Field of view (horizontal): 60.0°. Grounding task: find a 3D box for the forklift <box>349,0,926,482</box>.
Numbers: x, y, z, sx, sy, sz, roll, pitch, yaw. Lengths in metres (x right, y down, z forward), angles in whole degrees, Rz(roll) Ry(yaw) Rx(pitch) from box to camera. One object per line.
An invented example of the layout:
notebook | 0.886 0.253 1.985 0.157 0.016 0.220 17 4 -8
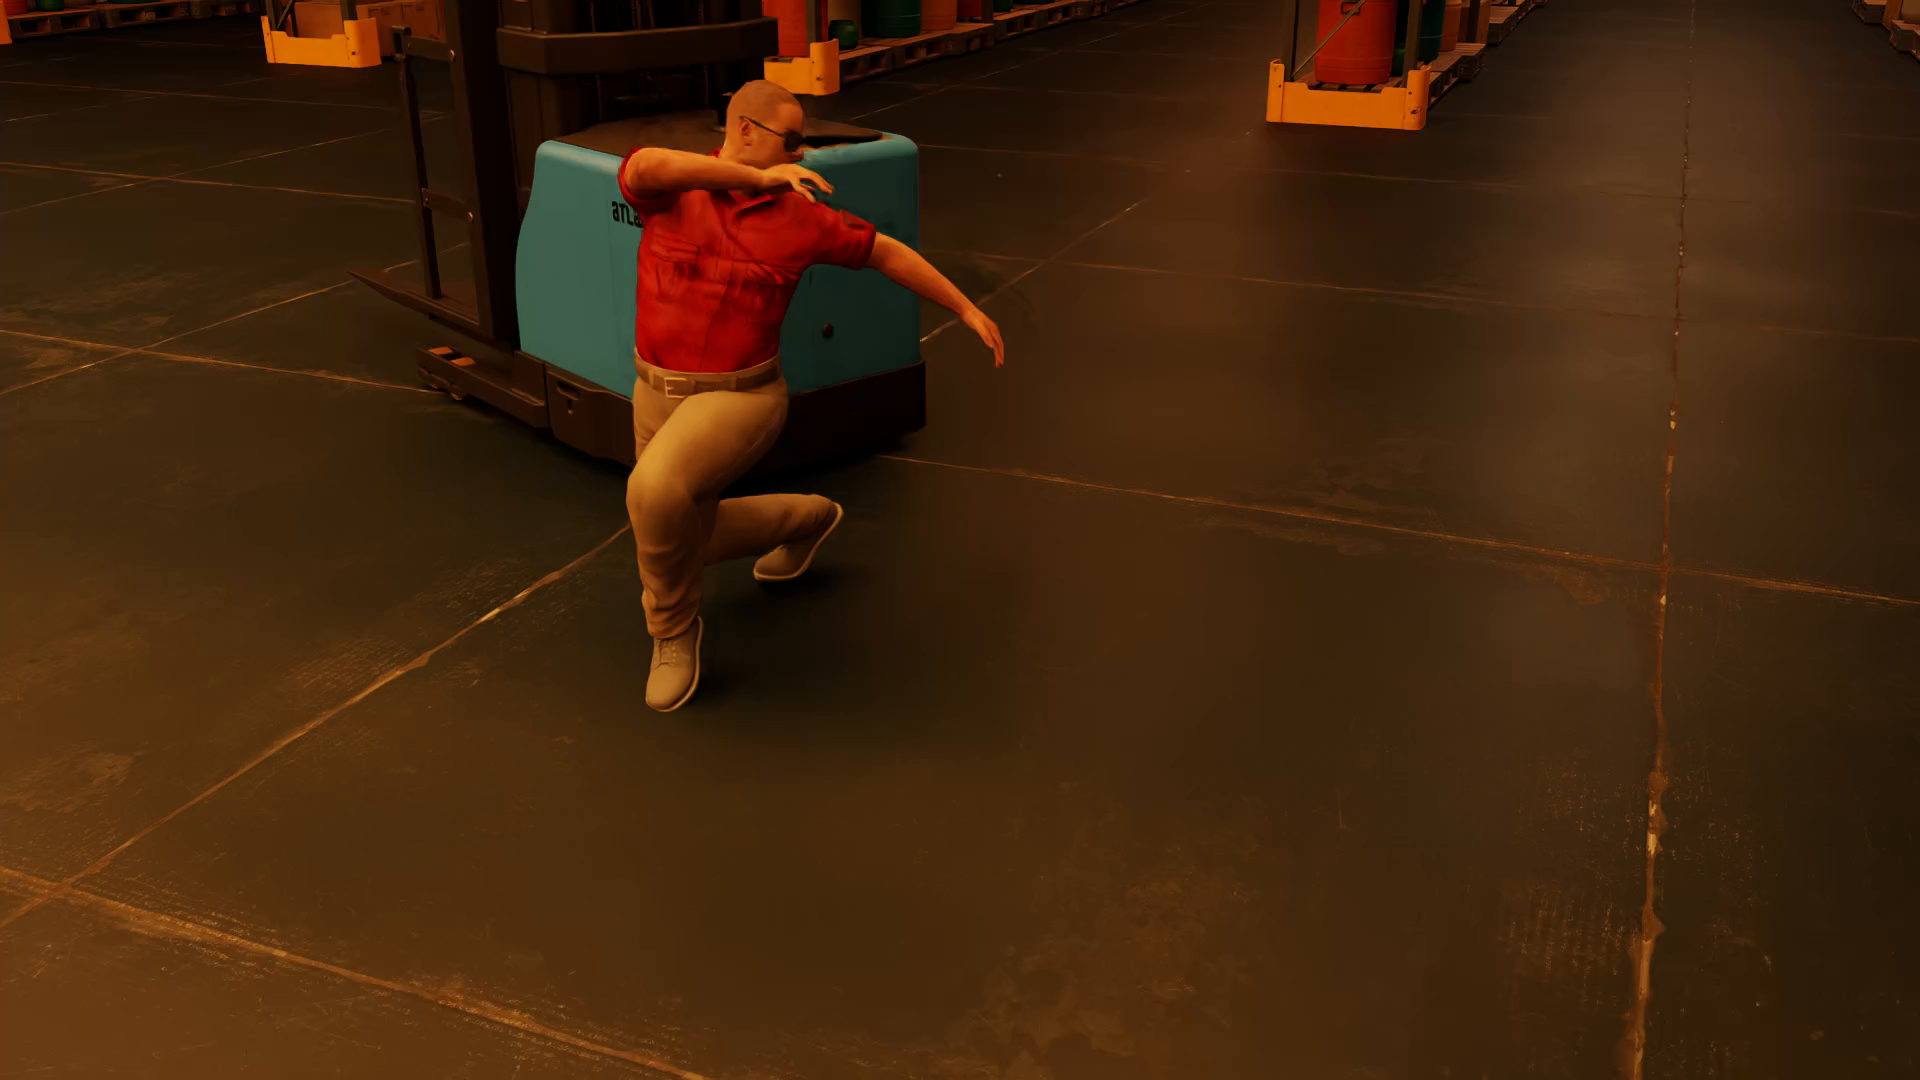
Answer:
forklift | -1.470 -1.998 6.072 1.130 2.935 3.031 -19 29 -38

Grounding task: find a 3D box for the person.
person | -0.410 -0.390 4.196 0.898 1.454 0.985 6 23 15
